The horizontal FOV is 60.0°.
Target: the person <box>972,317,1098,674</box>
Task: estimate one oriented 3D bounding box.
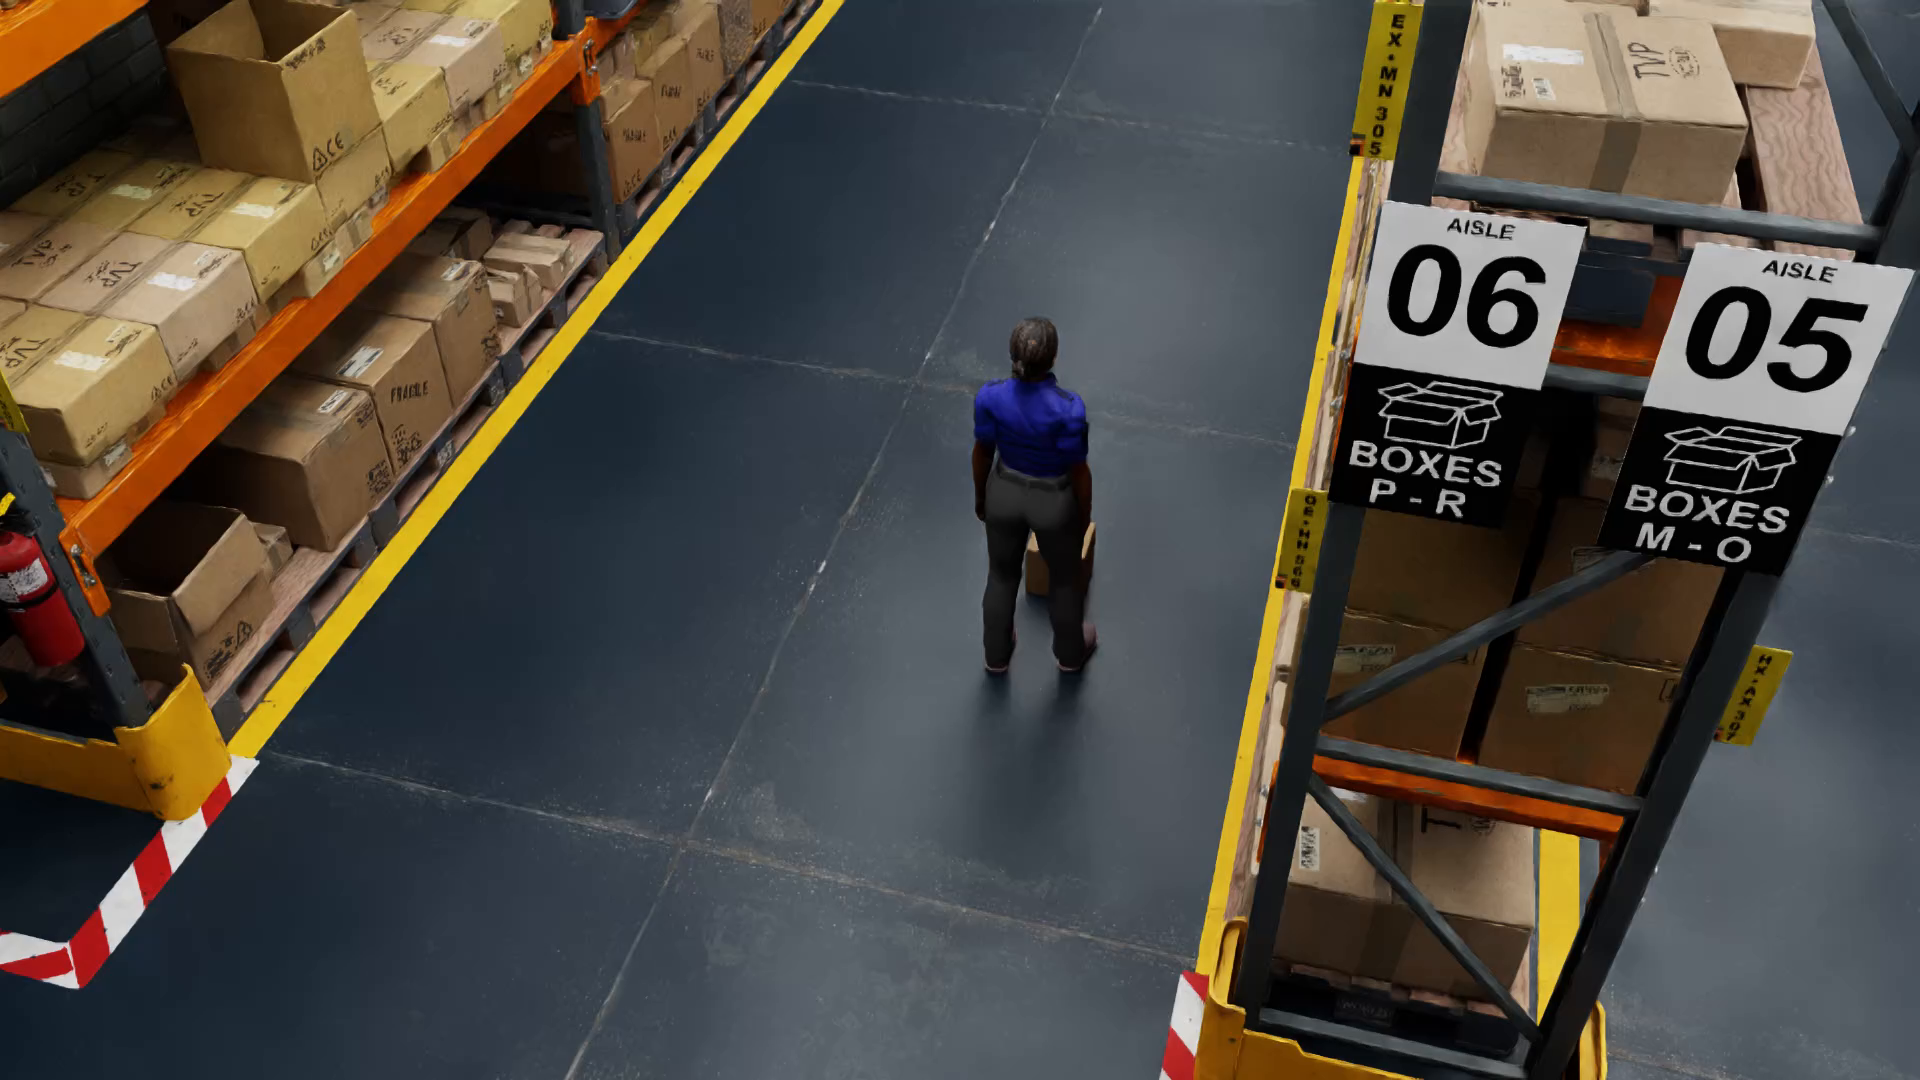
[{"bbox_3d":[0.300,-0.171,6.343,0.485,1.659,0.406,14,43,15],"label":"person"}]
